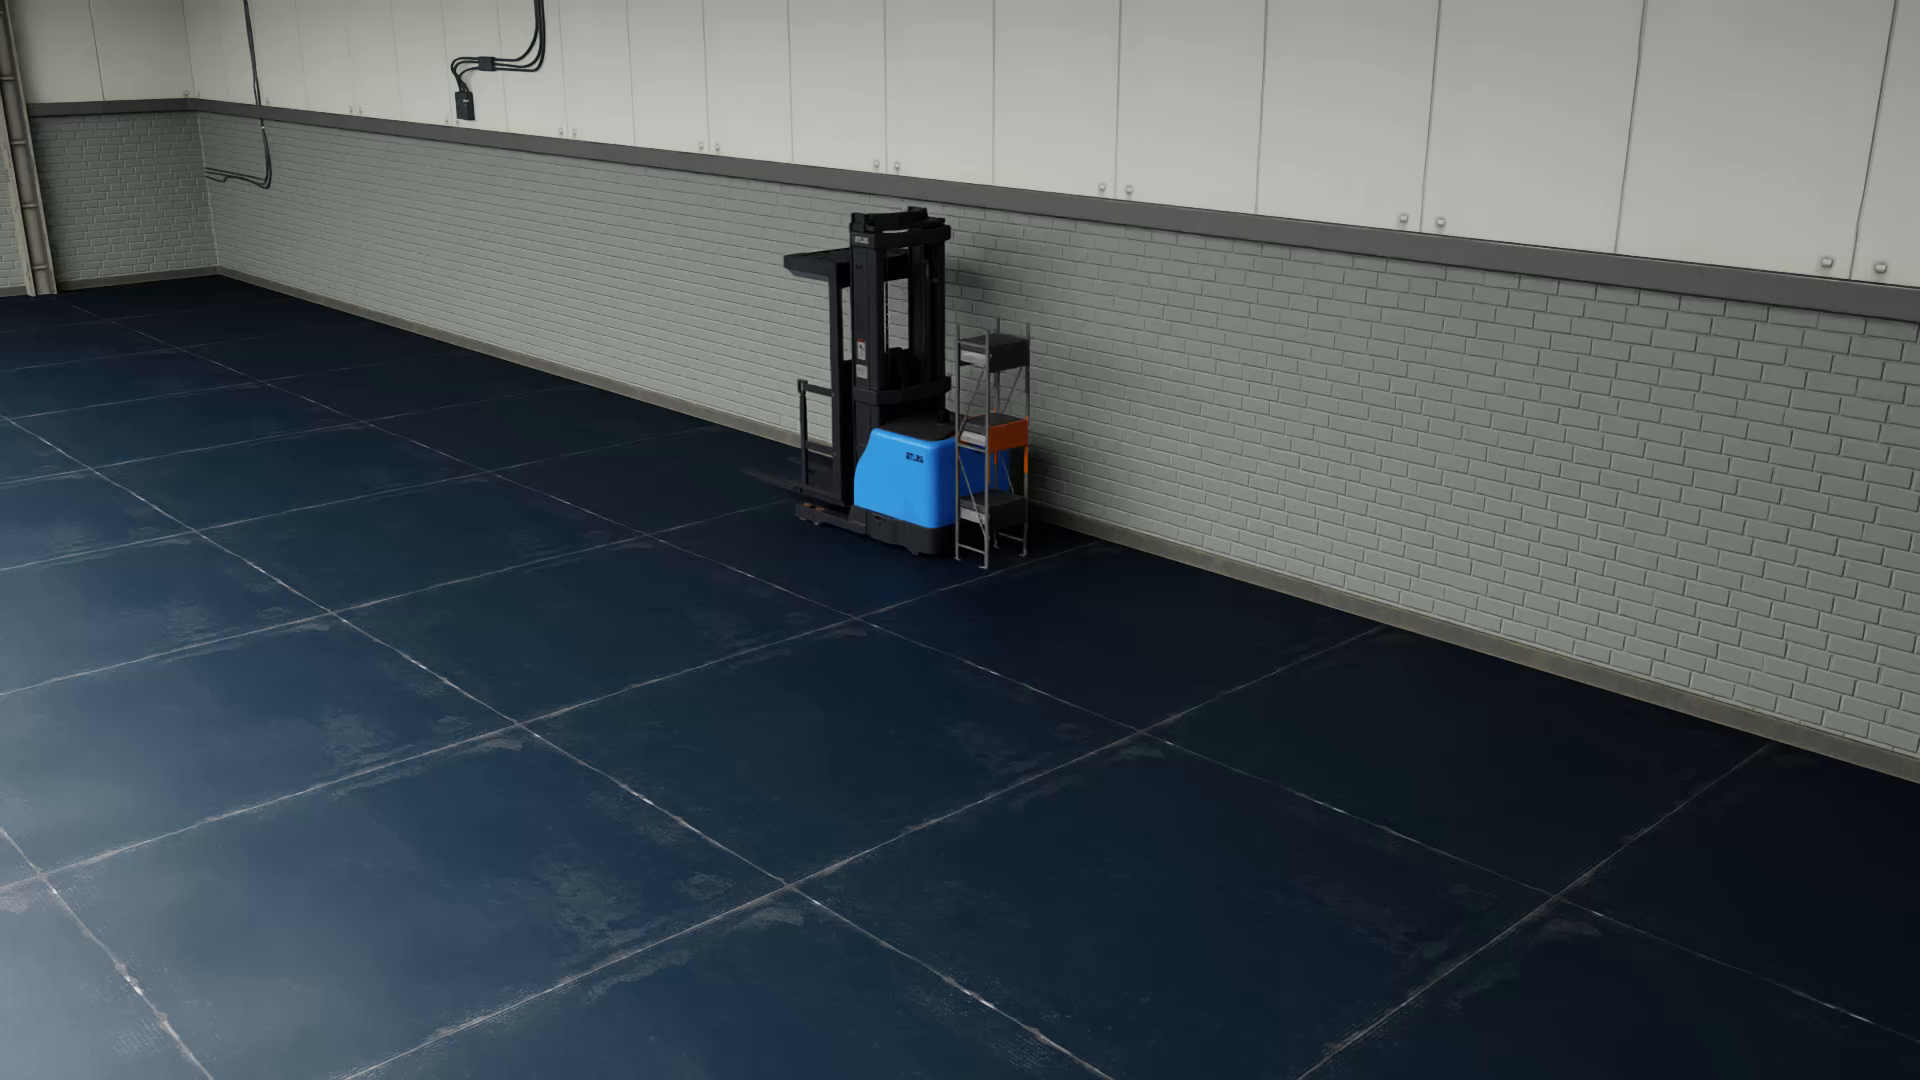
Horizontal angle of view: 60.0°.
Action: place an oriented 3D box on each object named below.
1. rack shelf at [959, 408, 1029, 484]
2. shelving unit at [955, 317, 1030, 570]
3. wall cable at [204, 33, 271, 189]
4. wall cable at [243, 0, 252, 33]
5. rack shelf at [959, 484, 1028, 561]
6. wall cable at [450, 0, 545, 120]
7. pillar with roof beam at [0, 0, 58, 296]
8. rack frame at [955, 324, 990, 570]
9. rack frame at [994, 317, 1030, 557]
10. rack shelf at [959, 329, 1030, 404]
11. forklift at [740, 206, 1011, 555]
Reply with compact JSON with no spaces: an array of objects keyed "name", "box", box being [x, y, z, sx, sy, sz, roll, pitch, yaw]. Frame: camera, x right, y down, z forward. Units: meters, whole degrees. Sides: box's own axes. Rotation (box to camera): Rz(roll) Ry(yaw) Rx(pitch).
[{"name":"rack shelf","box":[0.278,-0.824,14.433,0.480,0.518,0.431,-17,24,-41]},{"name":"shelving unit","box":[0.278,-0.837,14.428,0.503,2.100,0.431,-17,24,-41]},{"name":"wall cable","box":[-12.436,-7.285,28.162,0.112,2.526,3.097,-16,24,-41]},{"name":"wall cable","box":[-10.577,-9.081,25.513,0.112,2.526,3.097,-16,24,-41]},{"name":"rack shelf","box":[0.278,-0.159,14.649,0.480,0.518,0.431,-17,24,-41]},{"name":"wall cable","box":[-5.925,-8.249,20.586,0.169,6.003,2.305,-16,24,-41]},{"name":"pillar with roof beam","box":[-12.528,-7.469,23.696,0.400,9.000,9.100,-16,24,-41]},{"name":"rack frame","box":[0.103,-0.785,14.267,0.015,2.100,0.400,-17,24,-41]},{"name":"rack frame","box":[0.453,-0.890,14.590,0.015,2.100,0.400,-17,24,-41]},{"name":"rack shelf","box":[0.278,-1.490,14.217,0.480,0.518,0.431,-17,24,-41]},{"name":"forklift","box":[-0.921,-1.631,15.527,1.130,2.935,3.031,-17,24,-41]}]
